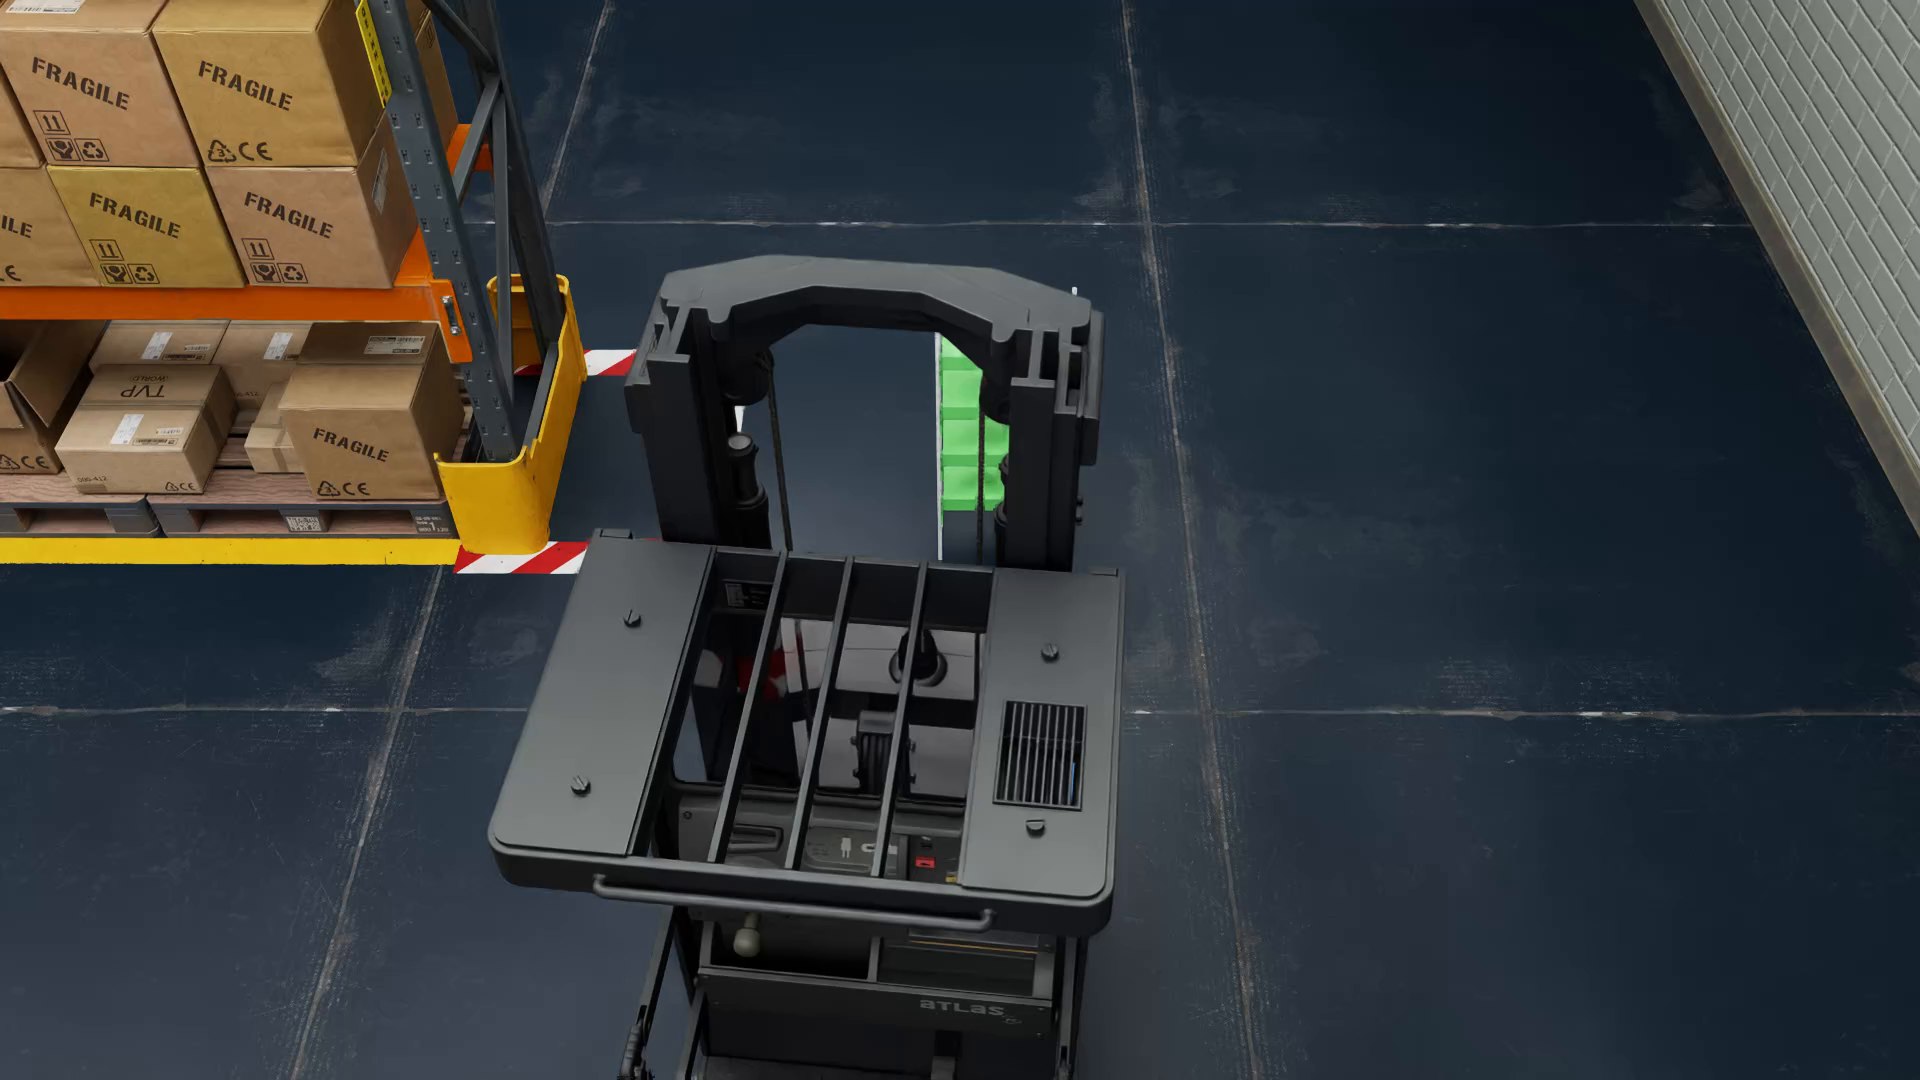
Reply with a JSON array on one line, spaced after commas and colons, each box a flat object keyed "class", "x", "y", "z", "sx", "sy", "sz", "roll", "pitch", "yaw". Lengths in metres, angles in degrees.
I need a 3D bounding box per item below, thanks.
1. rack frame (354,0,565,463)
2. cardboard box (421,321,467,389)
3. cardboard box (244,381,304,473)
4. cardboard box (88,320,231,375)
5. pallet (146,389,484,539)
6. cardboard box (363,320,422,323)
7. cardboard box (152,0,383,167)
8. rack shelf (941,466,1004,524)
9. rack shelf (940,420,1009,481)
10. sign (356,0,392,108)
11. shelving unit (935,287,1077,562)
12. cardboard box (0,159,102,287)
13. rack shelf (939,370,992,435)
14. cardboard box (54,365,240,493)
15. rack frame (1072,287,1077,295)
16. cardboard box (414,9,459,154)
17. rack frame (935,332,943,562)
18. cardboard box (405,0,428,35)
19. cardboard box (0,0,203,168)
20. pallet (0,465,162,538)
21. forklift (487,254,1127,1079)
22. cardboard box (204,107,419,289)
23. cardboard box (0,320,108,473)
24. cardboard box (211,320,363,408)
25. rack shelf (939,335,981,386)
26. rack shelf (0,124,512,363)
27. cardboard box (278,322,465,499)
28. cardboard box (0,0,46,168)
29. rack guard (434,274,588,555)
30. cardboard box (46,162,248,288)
[{"class": "rack frame", "x": -1.766, "y": -1.391, "z": 5.996, "sx": 0.127, "sy": 3.000, "sz": 1.000, "roll": 0, "pitch": 47, "yaw": 0}, {"class": "cardboard box", "x": -2.183, "y": -0.823, "z": 7.114, "sx": 0.250, "sy": 0.149, "sz": 0.380, "roll": 0, "pitch": 47, "yaw": 0}, {"class": "cardboard box", "x": -2.715, "y": -0.464, "z": 6.768, "sx": 0.250, "sy": 0.166, "sz": 0.380, "roll": 0, "pitch": 47, "yaw": 0}, {"class": "cardboard box", "x": -3.309, "y": -0.816, "z": 7.039, "sx": 0.500, "sy": 0.250, "sz": 0.500, "roll": 0, "pitch": 47, "yaw": 0}, {"class": "pallet", "x": -2.639, "y": -0.443, "z": 7.018, "sx": 1.213, "sy": 0.211, "sz": 1.003, "roll": 0, "pitch": 47, "yaw": 0}, {"class": "cardboard box", "x": -2.433, "y": -0.829, "z": 7.108, "sx": 0.250, "sy": 0.166, "sz": 0.380, "roll": 0, "pitch": 47, "yaw": 0}, {"class": "cardboard box", "x": -2.212, "y": -1.566, "z": 5.407, "sx": 0.500, "sy": 0.500, "sz": 0.500, "roll": 0, "pitch": 47, "yaw": 0}, {"class": "rack shelf", "x": 0.166, "y": -0.201, "z": 6.533, "sx": 0.480, "sy": 0.148, "sz": 0.258, "roll": 0, "pitch": 47, "yaw": 0}, {"class": "rack shelf", "x": 0.166, "y": -0.365, "z": 6.357, "sx": 0.480, "sy": 0.148, "sz": 0.258, "roll": 0, "pitch": 47, "yaw": 0}, {"class": "sign", "x": -1.788, "y": -1.487, "z": 5.078, "sx": 0.005, "sy": 0.325, "sz": 0.100, "roll": 0, "pitch": 47, "yaw": 0}, {"class": "shelving unit", "x": 0.166, "y": -0.408, "z": 6.310, "sx": 0.503, "sy": 1.200, "sz": 0.258, "roll": 0, "pitch": 47, "yaw": 0}, {"class": "cardboard box", "x": -3.233, "y": -1.232, "z": 5.779, "sx": 0.500, "sy": 0.500, "sz": 0.500, "roll": 0, "pitch": 47, "yaw": 0}, {"class": "rack shelf", "x": 0.166, "y": -0.528, "z": 6.181, "sx": 0.480, "sy": 0.148, "sz": 0.258, "roll": 0, "pitch": 47, "yaw": 0}, {"class": "cardboard box", "x": -3.261, "y": -0.450, "z": 6.698, "sx": 0.500, "sy": 0.250, "sz": 0.500, "roll": 0, "pitch": 47, "yaw": 0}, {"class": "rack frame", "x": 0.410, "y": -0.408, "z": 6.310, "sx": 0.015, "sy": 1.200, "sz": 0.240, "roll": 0, "pitch": 47, "yaw": 0}, {"class": "cardboard box", "x": -2.209, "y": -1.620, "z": 6.140, "sx": 0.500, "sy": 0.500, "sz": 0.500, "roll": 1, "pitch": 47, "yaw": 1}, {"class": "rack frame", "x": -0.078, "y": -0.409, "z": 6.311, "sx": 0.015, "sy": 1.200, "sz": 0.240, "roll": 0, "pitch": 47, "yaw": 0}, {"class": "cardboard box", "x": -2.209, "y": -1.960, "z": 5.774, "sx": 0.500, "sy": 0.500, "sz": 0.500, "roll": 1, "pitch": 47, "yaw": 1}, {"class": "cardboard box", "x": -2.717, "y": -1.567, "z": 5.408, "sx": 0.500, "sy": 0.500, "sz": 0.500, "roll": 1, "pitch": 47, "yaw": 1}, {"class": "pallet", "x": -3.856, "y": -0.448, "z": 7.023, "sx": 1.213, "sy": 0.211, "sz": 1.003, "roll": 0, "pitch": 47, "yaw": 0}, {"class": "forklift", "x": -0.237, "y": 0.937, "z": 3.875, "sx": 1.130, "sy": 2.935, "sz": 3.031, "roll": 4, "pitch": 47, "yaw": 4}, {"class": "cardboard box", "x": -2.215, "y": -1.227, "z": 5.775, "sx": 0.500, "sy": 0.500, "sz": 0.500, "roll": 1, "pitch": 47, "yaw": 1}, {"class": "cardboard box", "x": -3.887, "y": -0.700, "z": 6.758, "sx": 0.637, "sy": 0.503, "sz": 0.797, "roll": 0, "pitch": 47, "yaw": 0}, {"class": "cardboard box", "x": -2.809, "y": -0.815, "z": 7.037, "sx": 0.500, "sy": 0.250, "sz": 0.500, "roll": 0, "pitch": 47, "yaw": 0}, {"class": "rack shelf", "x": 0.166, "y": -0.692, "z": 6.006, "sx": 0.480, "sy": 0.148, "sz": 0.258, "roll": 0, "pitch": 47, "yaw": 0}, {"class": "rack shelf", "x": -3.766, "y": -1.152, "z": 6.264, "sx": 4.000, "sy": 0.370, "sz": 1.077, "roll": 0, "pitch": 47, "yaw": 0}, {"class": "cardboard box", "x": -2.311, "y": -0.511, "z": 6.583, "sx": 0.500, "sy": 0.500, "sz": 0.500, "roll": 0, "pitch": 47, "yaw": 0}, {"class": "cardboard box", "x": -3.236, "y": -1.565, "z": 5.406, "sx": 0.500, "sy": 0.500, "sz": 0.500, "roll": 1, "pitch": 47, "yaw": 1}, {"class": "rack guard", "x": -1.842, "y": -0.540, "z": 6.911, "sx": 0.348, "sy": 0.500, "sz": 1.175, "roll": 0, "pitch": 47, "yaw": 0}, {"class": "cardboard box", "x": -2.734, "y": -1.226, "z": 5.774, "sx": 0.500, "sy": 0.500, "sz": 0.500, "roll": 1, "pitch": 47, "yaw": 0}]
